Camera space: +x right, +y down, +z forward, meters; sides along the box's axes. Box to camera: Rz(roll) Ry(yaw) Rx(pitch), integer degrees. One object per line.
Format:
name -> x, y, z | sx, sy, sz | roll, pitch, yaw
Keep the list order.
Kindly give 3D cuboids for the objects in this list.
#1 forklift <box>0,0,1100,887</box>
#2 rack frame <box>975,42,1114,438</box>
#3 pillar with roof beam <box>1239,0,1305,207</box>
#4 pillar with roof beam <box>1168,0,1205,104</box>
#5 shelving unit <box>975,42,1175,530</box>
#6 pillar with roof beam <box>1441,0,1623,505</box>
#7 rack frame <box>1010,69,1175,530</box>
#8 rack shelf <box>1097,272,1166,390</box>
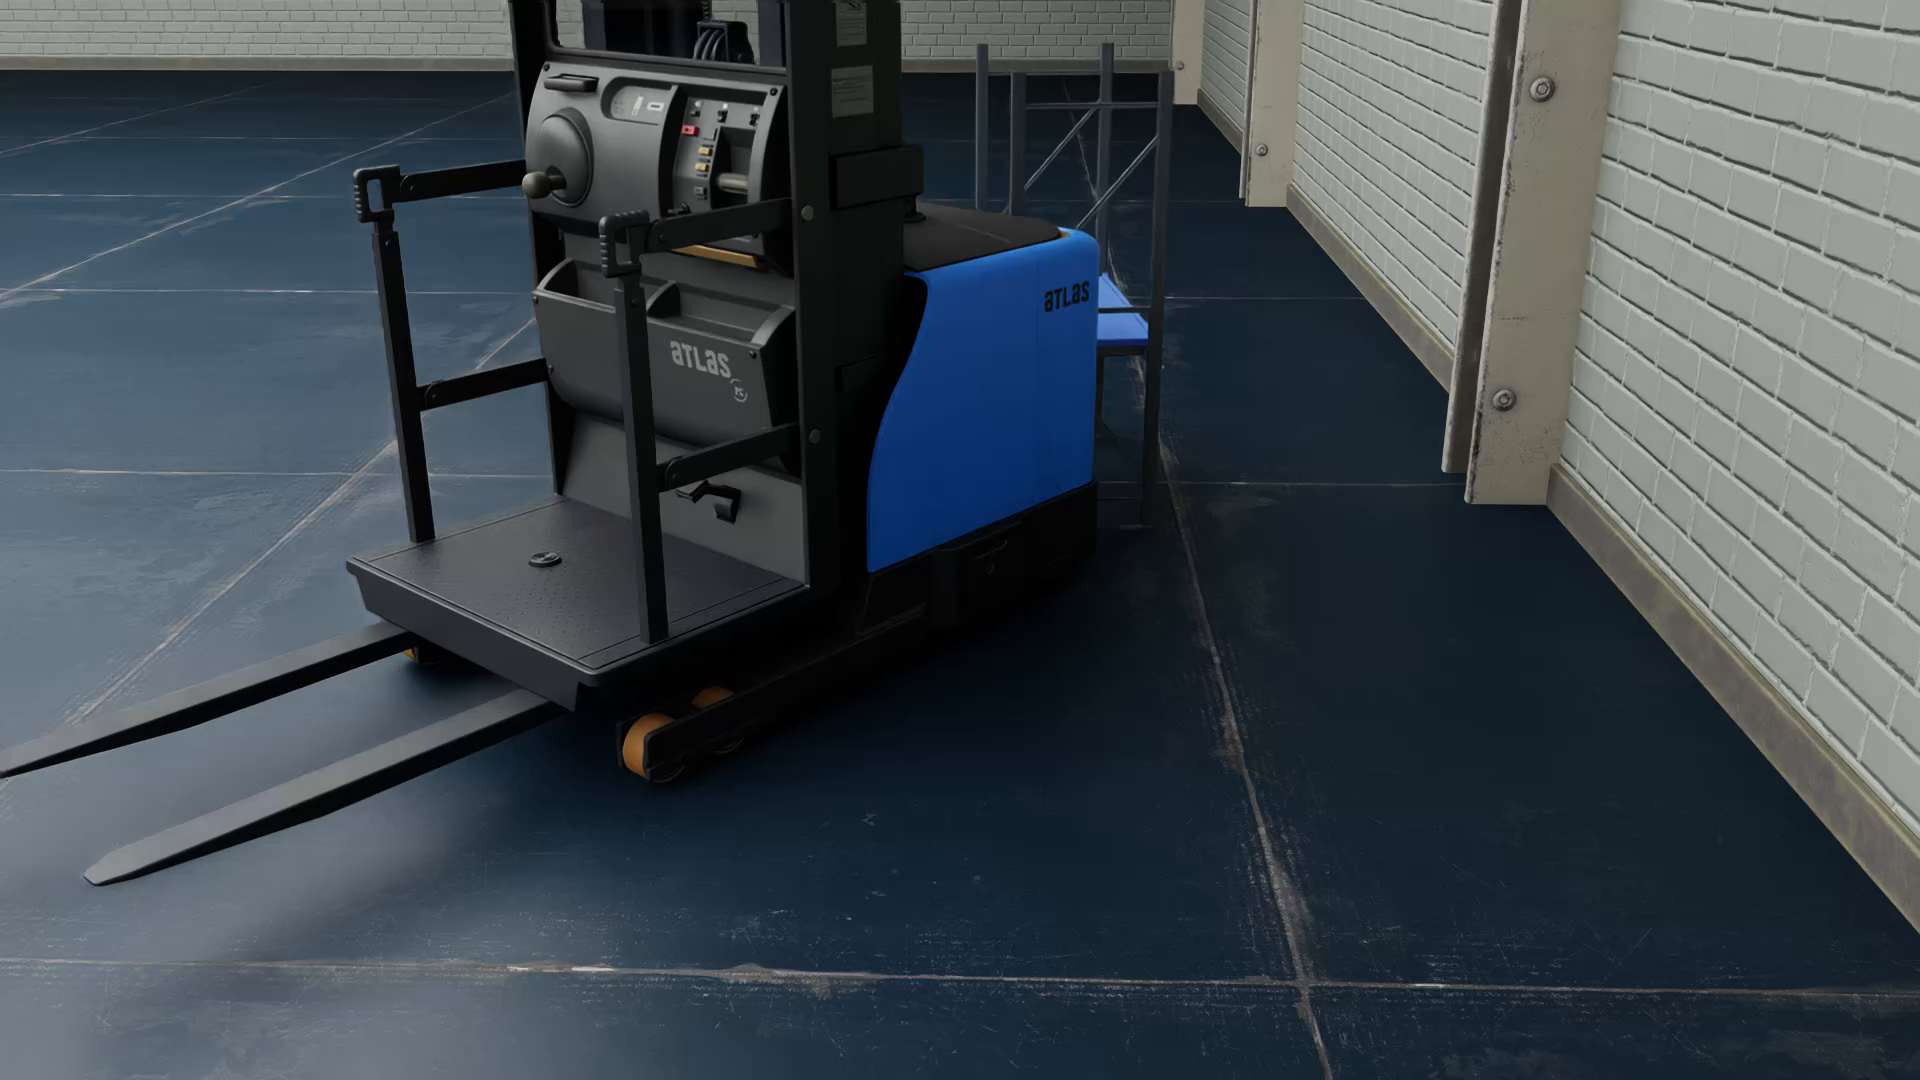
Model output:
forklift -> -0.920, -0.986, 4.018 | 1.130, 2.935, 3.031 | 18, 27, 38
rack frame -> 0.308, -1.098, 6.286 | 0.500, 1.500, 0.032 | -2, 21, -5
pillar with roof beam -> -2.171, -6.610, 10.123 | 9.100, 9.000, 0.400 | 1, 21, 2
pillar with roof beam -> -1.989, -8.779, 15.714 | 9.100, 9.000, 0.400 | 1, 21, 2
shelving unit -> 0.357, -0.915, 5.815 | 0.538, 1.500, 1.048 | -2, 21, -5
pillar with roof beam -> -2.354, -4.440, 4.532 | 9.100, 9.000, 0.400 | 1, 21, 2
rack frame -> 0.406, -0.732, 5.343 | 0.500, 1.500, 0.032 | -2, 21, -5
rack shelf -> 0.357, -0.748, 5.880 | 0.538, 0.185, 1.000 | -2, 21, -5
